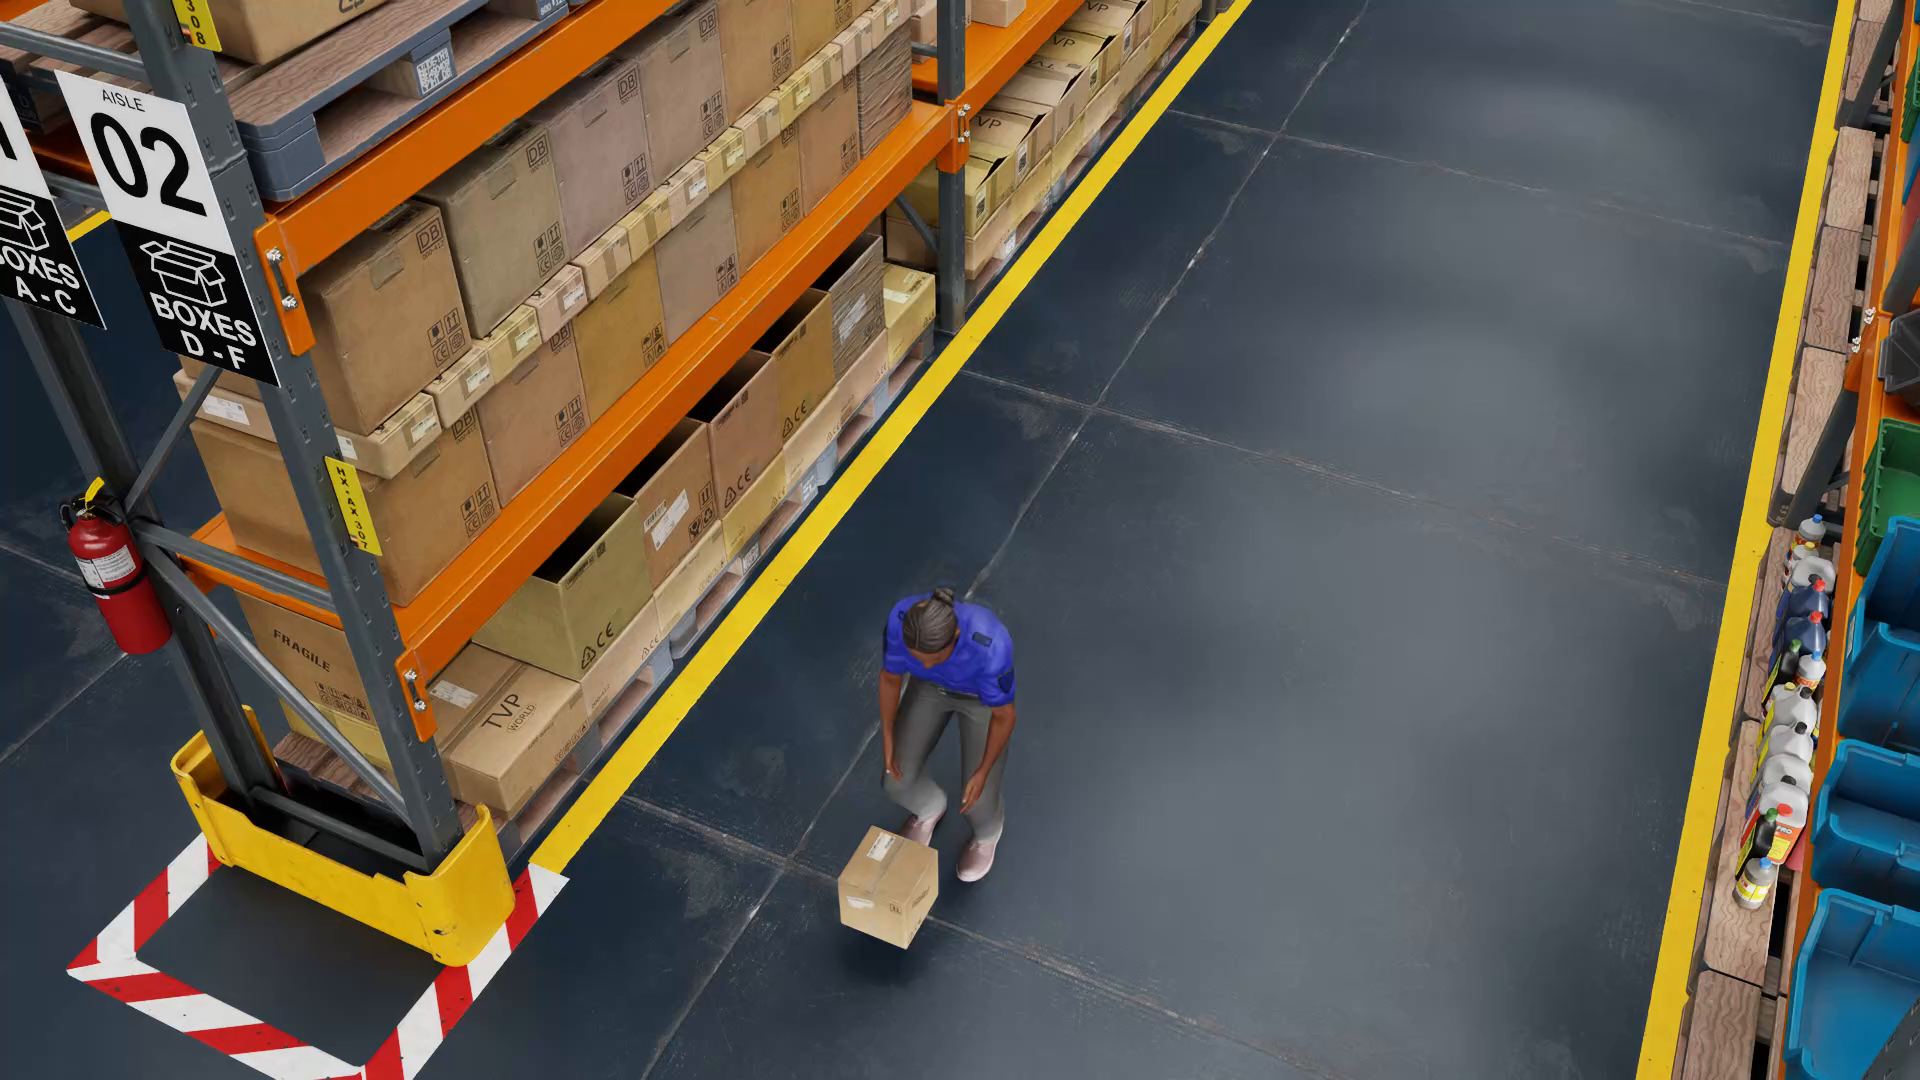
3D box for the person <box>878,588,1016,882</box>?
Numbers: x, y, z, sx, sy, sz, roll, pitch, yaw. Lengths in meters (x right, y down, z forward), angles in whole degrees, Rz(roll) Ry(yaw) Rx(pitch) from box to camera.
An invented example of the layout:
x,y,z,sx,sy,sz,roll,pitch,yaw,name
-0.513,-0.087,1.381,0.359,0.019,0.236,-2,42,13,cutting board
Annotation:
x,y,z,sx,sy,sz,roll,pitch,yaw,name
-0.015,0.619,5.653,0.492,1.442,0.576,18,45,19,person
